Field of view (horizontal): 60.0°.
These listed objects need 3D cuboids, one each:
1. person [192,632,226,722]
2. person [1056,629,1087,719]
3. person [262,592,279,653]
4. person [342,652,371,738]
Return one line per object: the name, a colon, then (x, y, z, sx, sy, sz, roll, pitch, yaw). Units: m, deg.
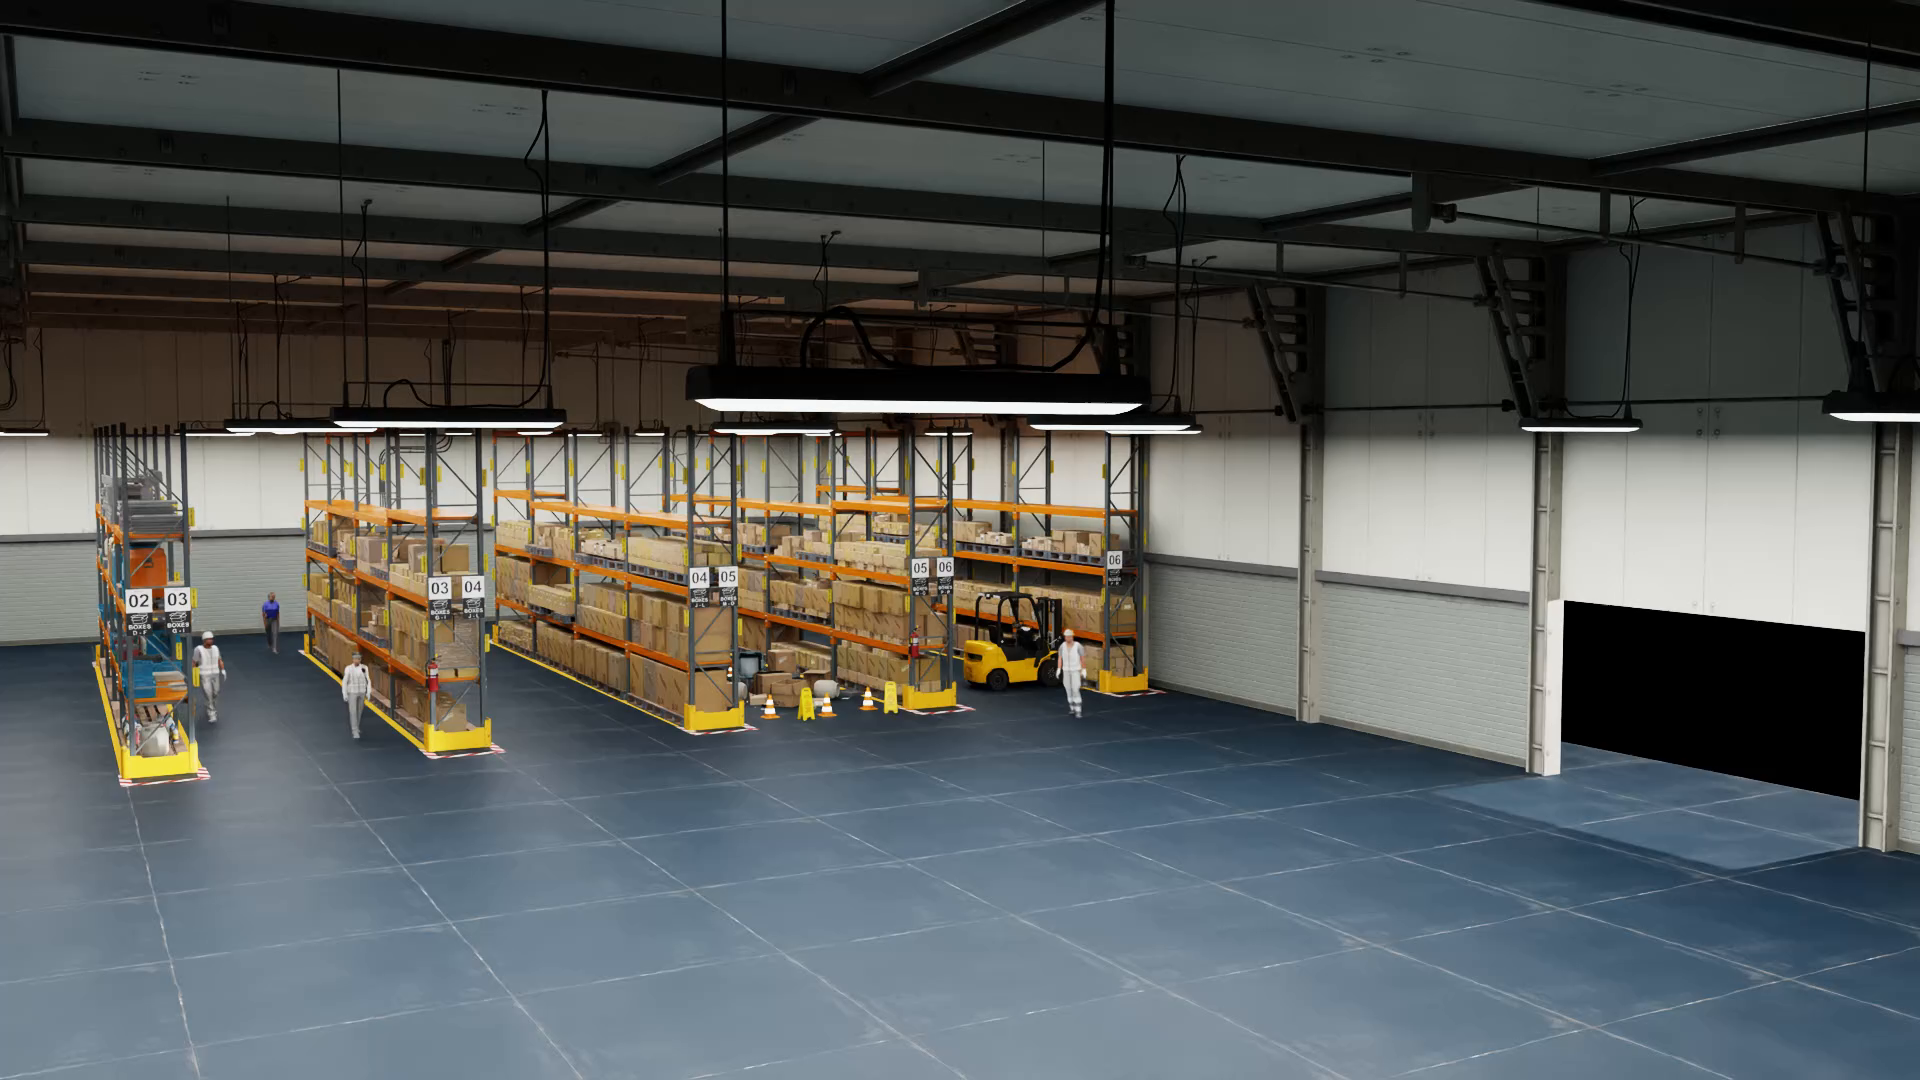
person: (-15.283, 2.784, 33.993, 0.747, 1.786, 0.586, 3, 4, 37)
person: (2.306, 2.753, 34.429, 0.631, 1.805, 0.622, 2, 4, 27)
person: (-18.517, 2.205, 44.678, 0.404, 1.575, 1.056, -1, 4, -18)
person: (-11.565, 2.948, 31.963, 0.497, 1.628, 0.941, -3, 4, -39)
